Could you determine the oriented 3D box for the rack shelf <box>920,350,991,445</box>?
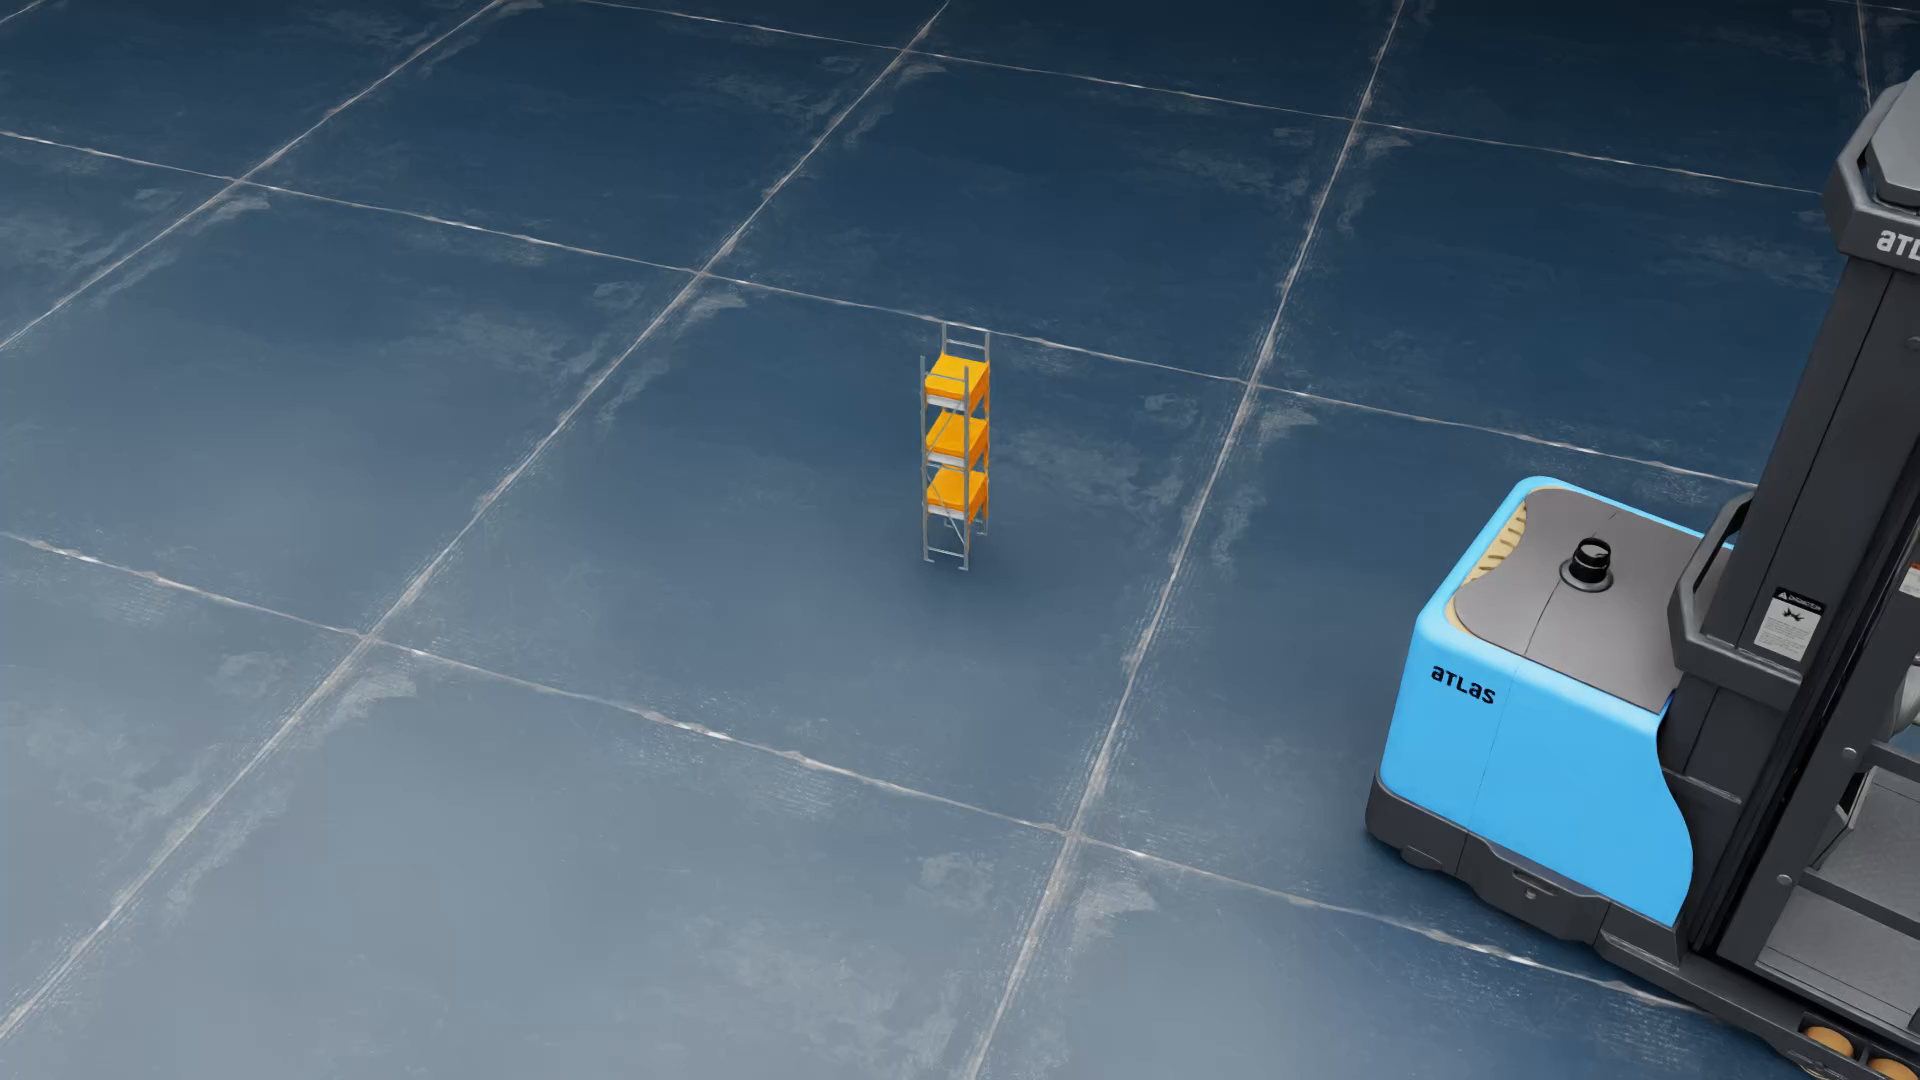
[{"bbox_3d":[-0.018,-0.575,6.694,0.215,0.259,0.240,13,42,15],"label":"rack shelf"}]

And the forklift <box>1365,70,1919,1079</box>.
[{"bbox_3d":[2.943,0.265,4.681,3.031,2.935,1.130,25,46,26],"label":"forklift"}]

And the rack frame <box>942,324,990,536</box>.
[{"bbox_3d":[0.023,-0.441,6.958,0.200,1.050,0.008,13,42,15],"label":"rack frame"}]

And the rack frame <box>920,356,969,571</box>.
[{"bbox_3d":[-0.060,-0.292,6.784,0.200,1.050,0.008,13,42,15],"label":"rack frame"}]

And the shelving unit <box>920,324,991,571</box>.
[{"bbox_3d":[-0.018,-0.367,6.871,0.215,1.050,0.252,13,42,15],"label":"shelving unit"}]

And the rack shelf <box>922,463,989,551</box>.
[{"bbox_3d":[-0.018,-0.147,7.058,0.215,0.259,0.240,13,42,15],"label":"rack shelf"}]

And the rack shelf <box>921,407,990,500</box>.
[{"bbox_3d":[-0.018,-0.359,6.878,0.215,0.259,0.240,13,42,15],"label":"rack shelf"}]
